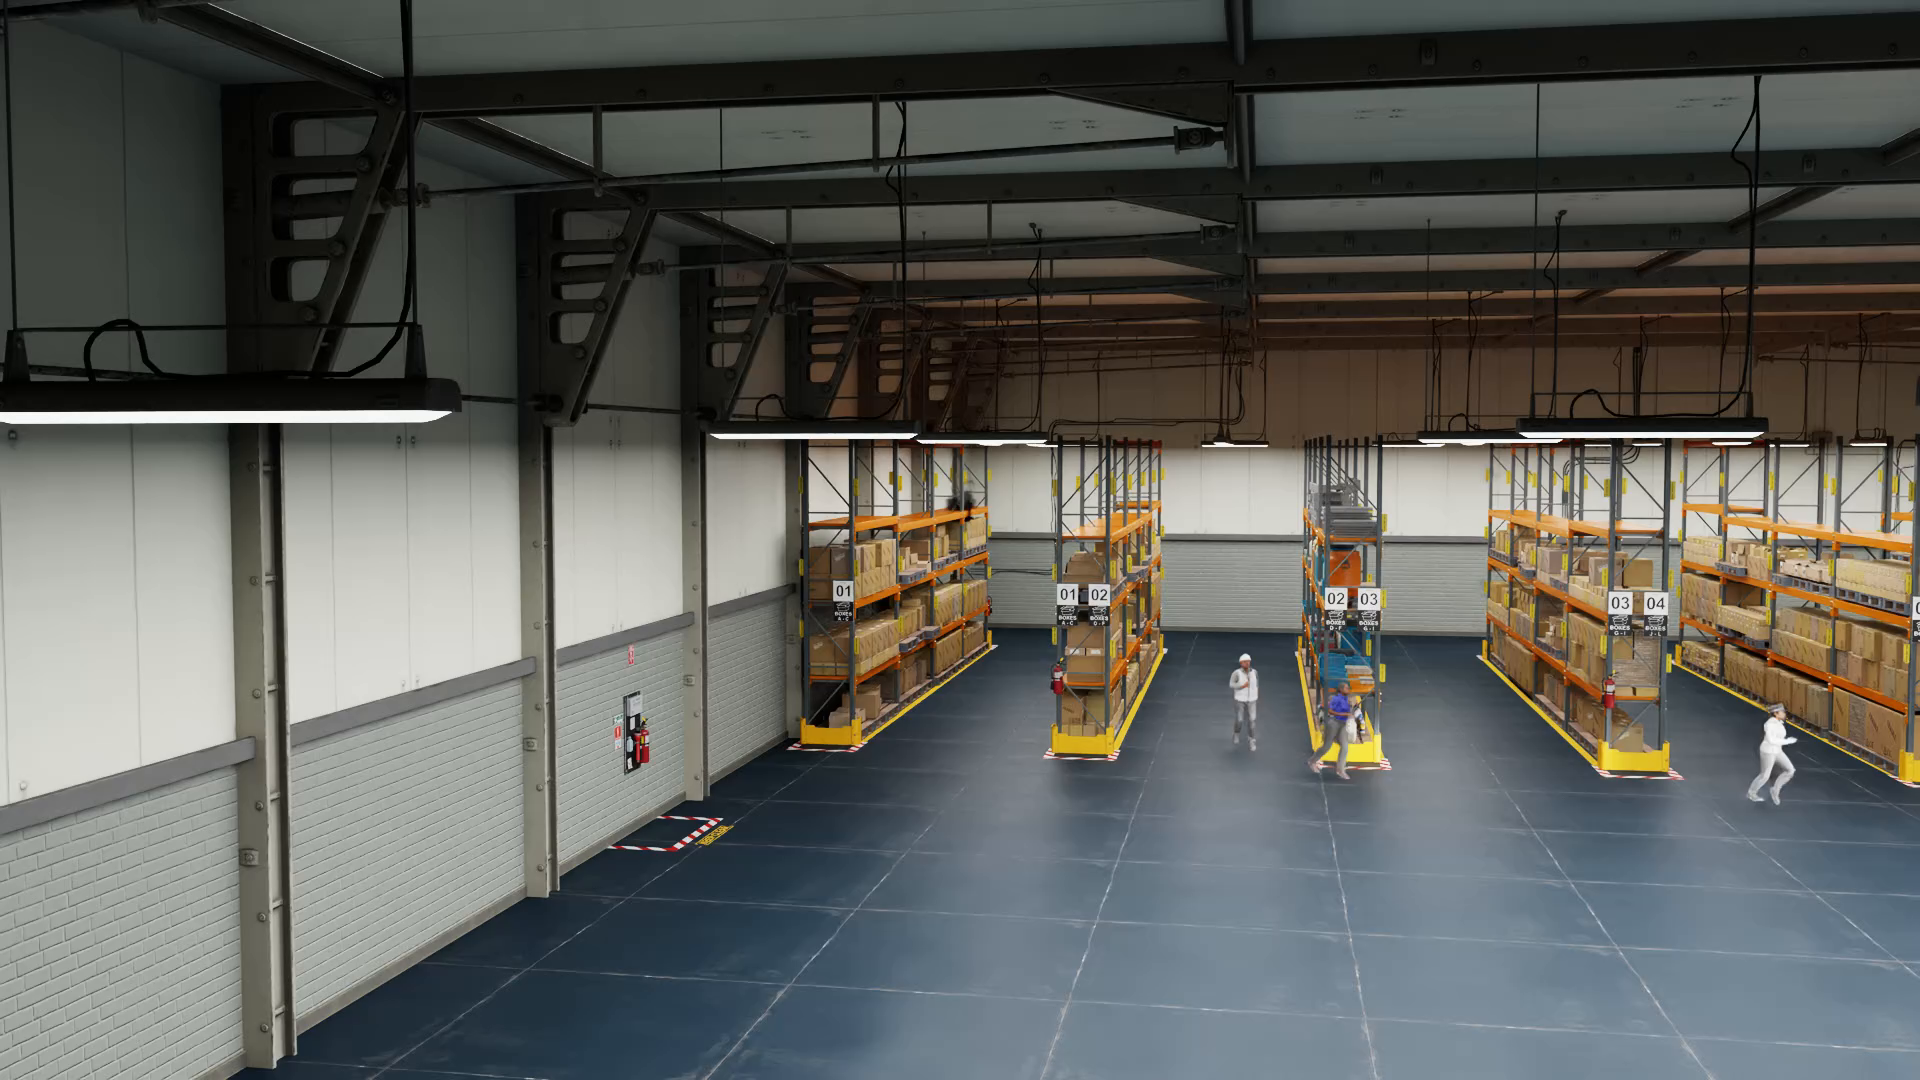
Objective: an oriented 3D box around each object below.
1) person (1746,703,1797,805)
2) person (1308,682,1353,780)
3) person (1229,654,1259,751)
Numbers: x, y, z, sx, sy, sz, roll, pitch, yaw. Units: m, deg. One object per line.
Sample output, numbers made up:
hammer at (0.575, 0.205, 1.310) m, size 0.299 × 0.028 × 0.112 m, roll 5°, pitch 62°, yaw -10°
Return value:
person at (13.063, 3.425, 26.737) m, size 0.643 × 1.657 × 0.775 m, roll -3°, pitch 4°, yaw -45°
person at (6.636, 3.373, 29.278) m, size 0.617 × 1.549 × 0.871 m, roll -3°, pitch 4°, yaw -40°
person at (5.465, 3.095, 31.962) m, size 0.658 × 1.828 × 0.828 m, roll 0°, pitch 3°, yaw -7°
